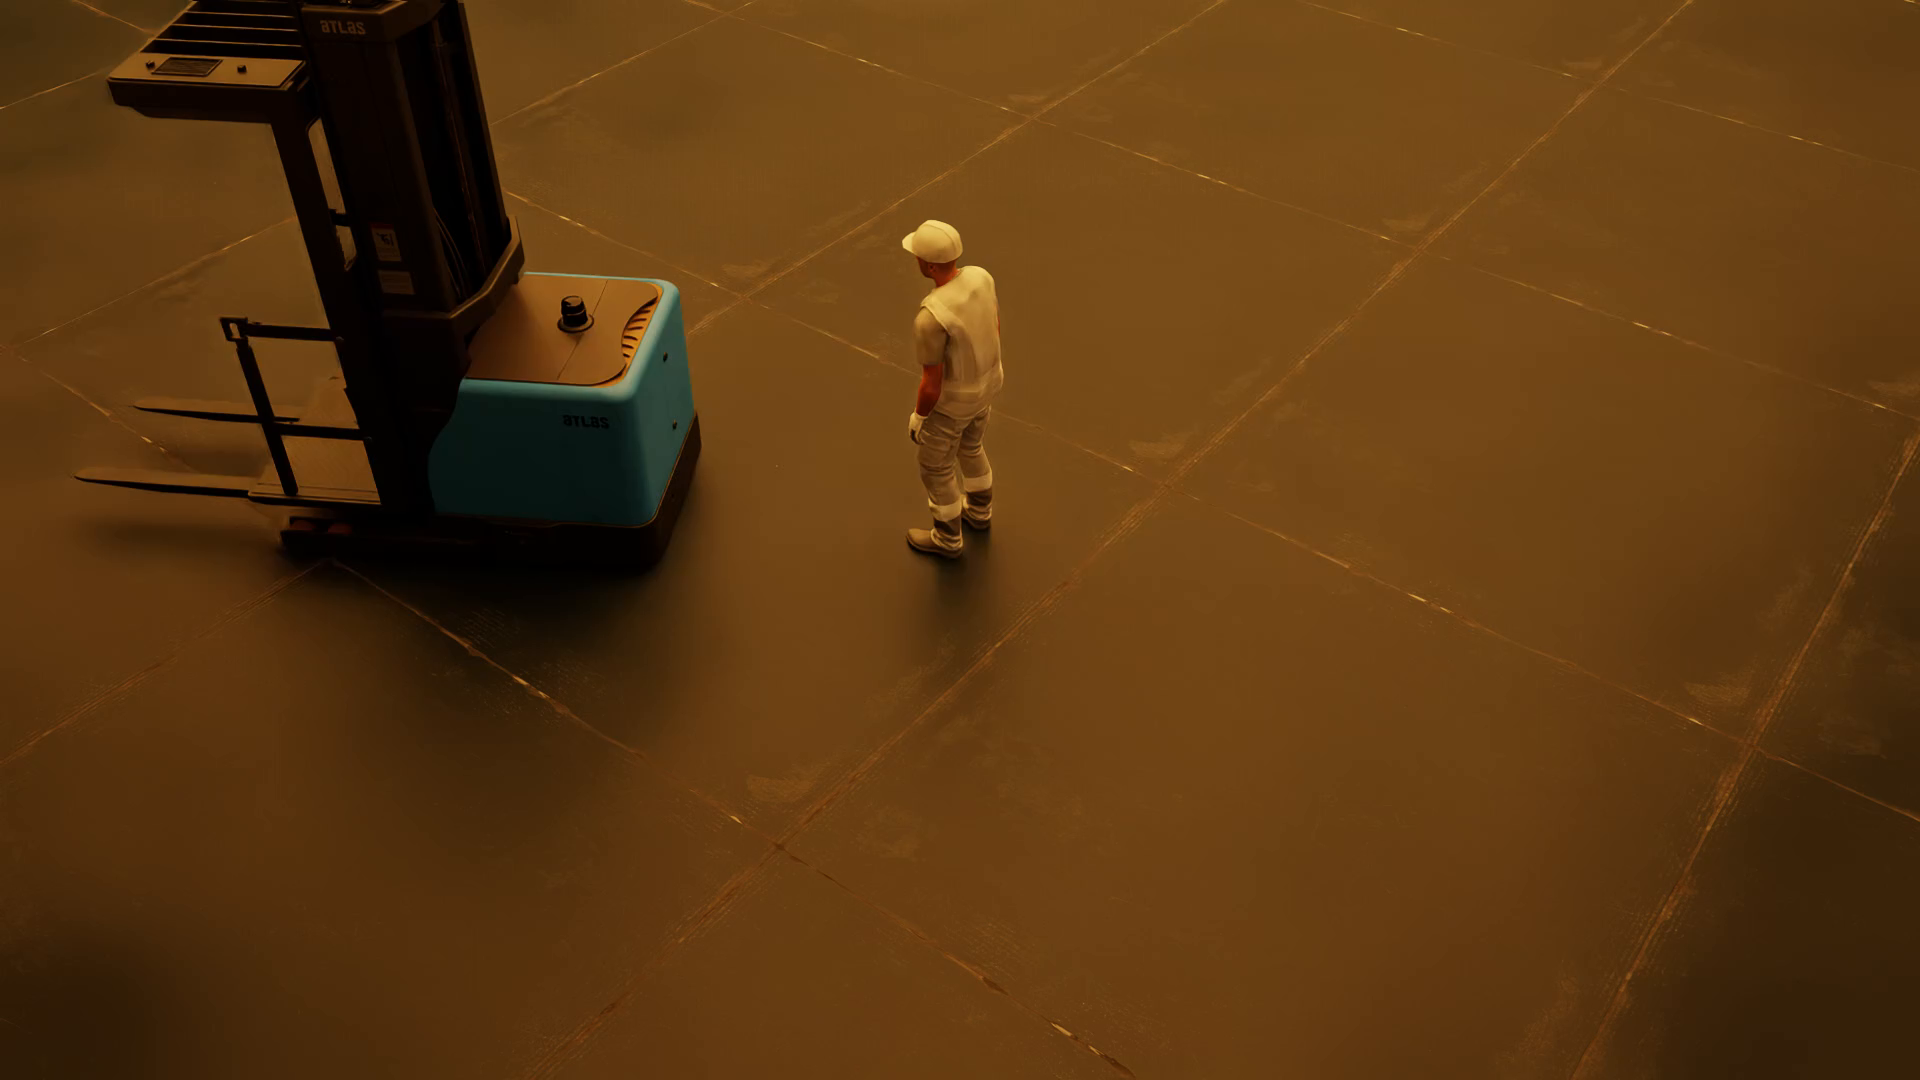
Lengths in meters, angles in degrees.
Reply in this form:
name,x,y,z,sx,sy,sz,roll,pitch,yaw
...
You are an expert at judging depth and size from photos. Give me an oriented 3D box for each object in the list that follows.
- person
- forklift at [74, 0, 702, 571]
name,x,y,z,sx,sy,sz,roll,pitch,yaw
person,-0.040,-0.689,7.774,0.450,1.778,0.608,25,46,26
forklift,-2.918,-1.373,7.685,3.031,2.935,1.130,4,41,5
